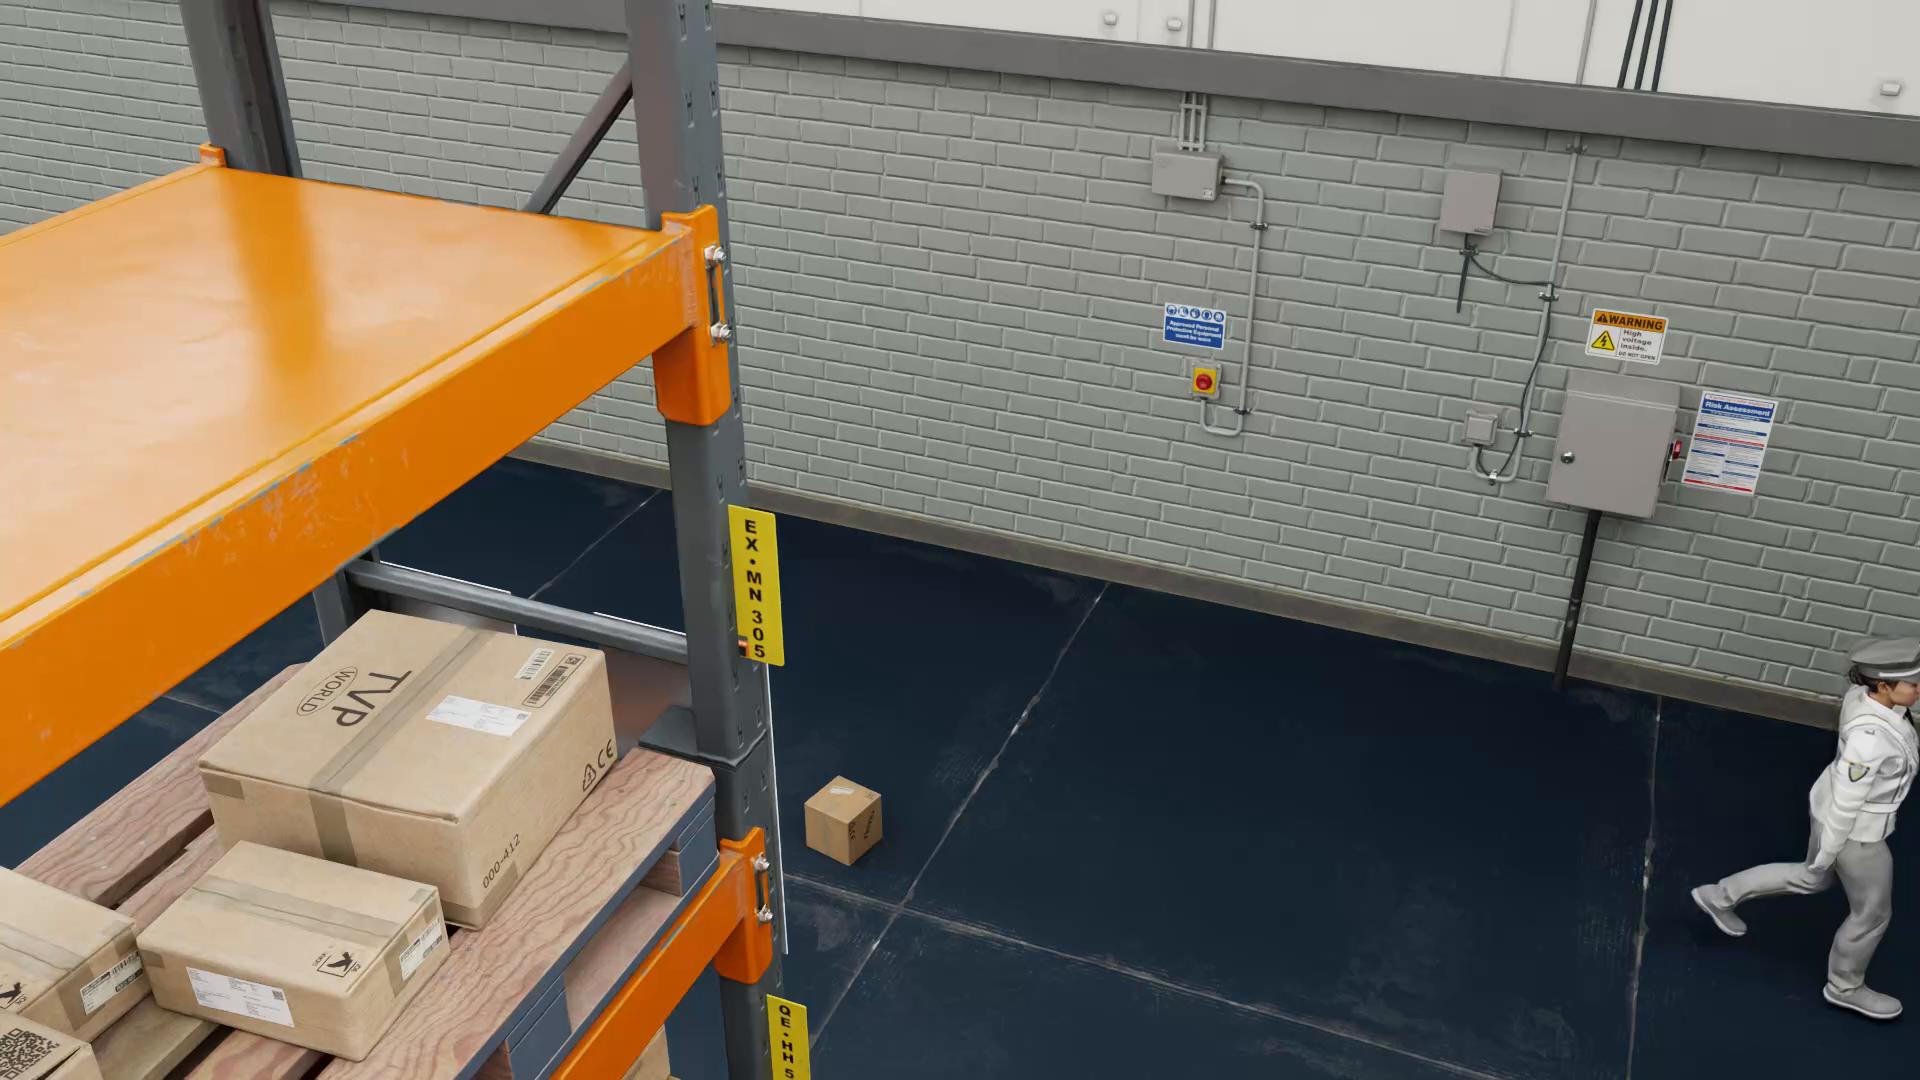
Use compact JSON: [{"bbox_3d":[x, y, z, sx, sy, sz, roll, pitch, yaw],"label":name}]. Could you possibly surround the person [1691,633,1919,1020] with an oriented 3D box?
[{"bbox_3d":[3.423,1.070,6.473,0.837,1.657,0.480,12,32,20],"label":"person"}]
